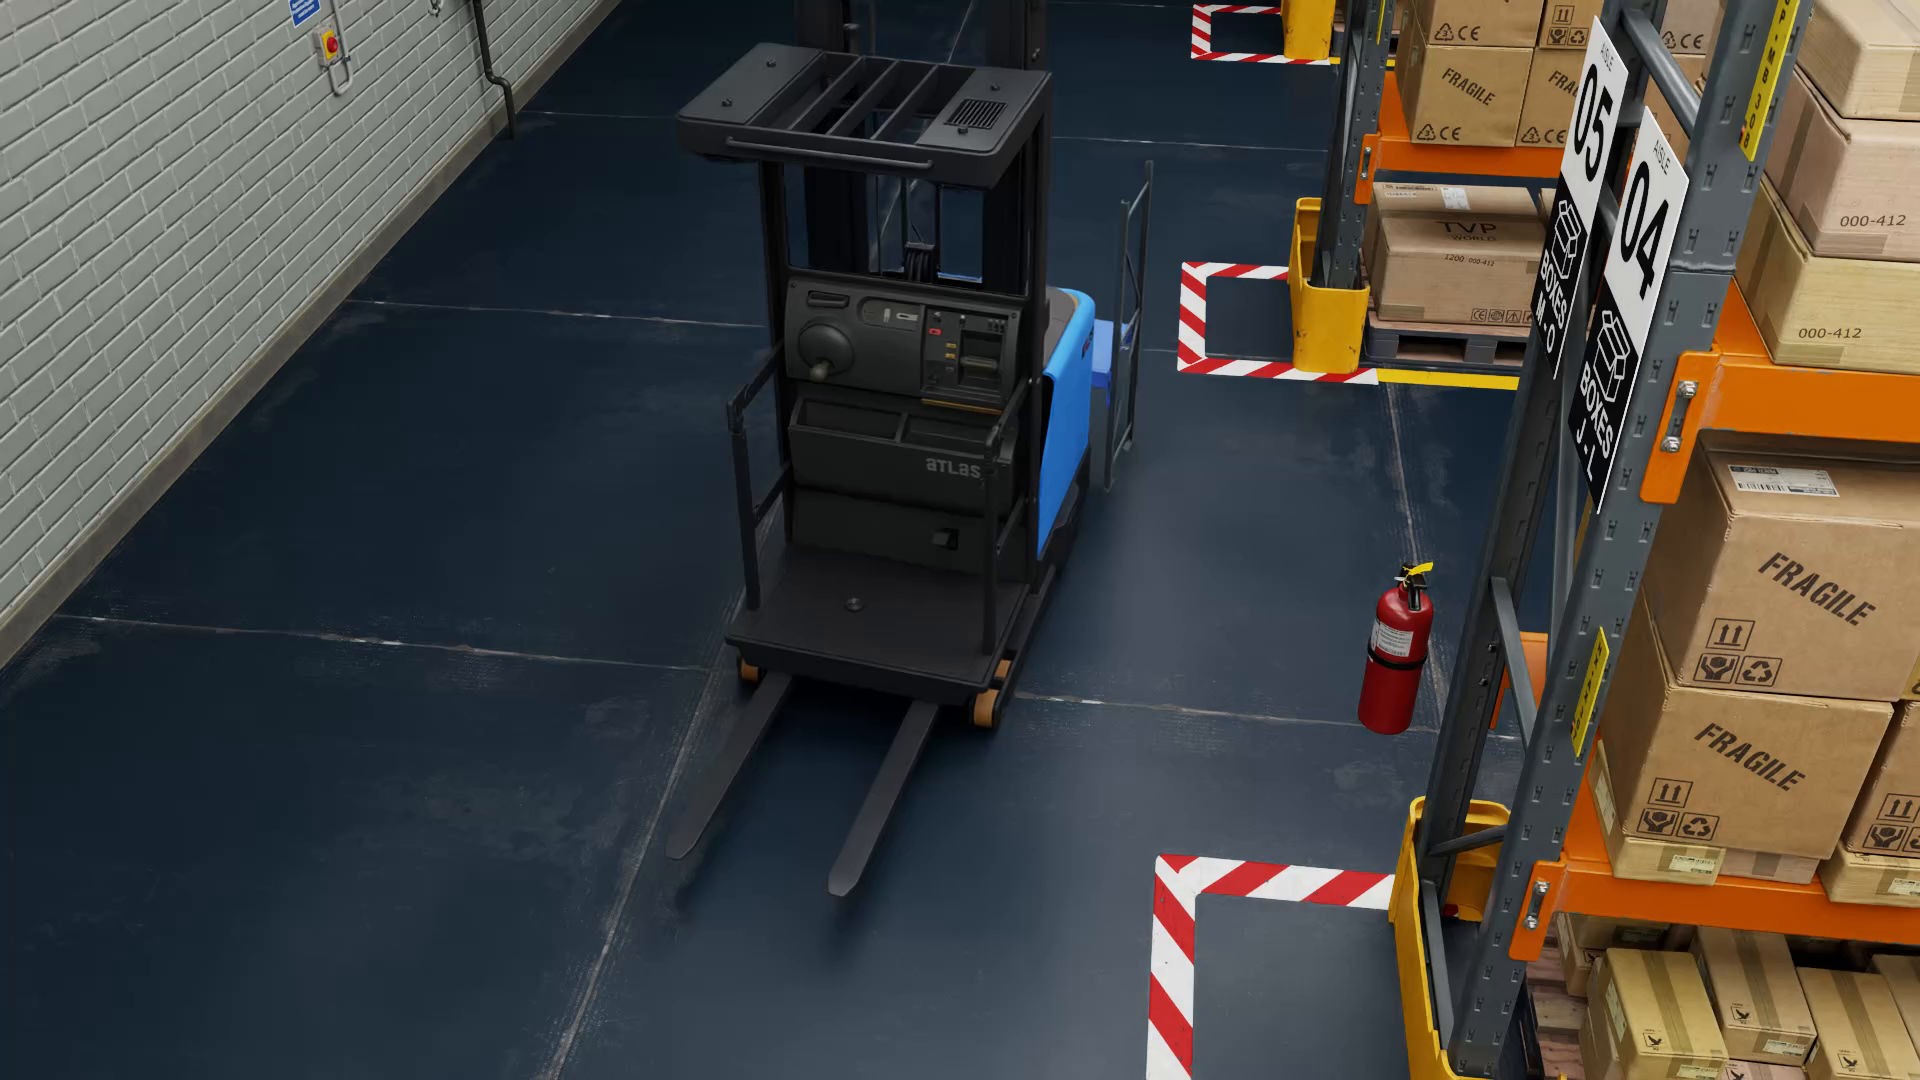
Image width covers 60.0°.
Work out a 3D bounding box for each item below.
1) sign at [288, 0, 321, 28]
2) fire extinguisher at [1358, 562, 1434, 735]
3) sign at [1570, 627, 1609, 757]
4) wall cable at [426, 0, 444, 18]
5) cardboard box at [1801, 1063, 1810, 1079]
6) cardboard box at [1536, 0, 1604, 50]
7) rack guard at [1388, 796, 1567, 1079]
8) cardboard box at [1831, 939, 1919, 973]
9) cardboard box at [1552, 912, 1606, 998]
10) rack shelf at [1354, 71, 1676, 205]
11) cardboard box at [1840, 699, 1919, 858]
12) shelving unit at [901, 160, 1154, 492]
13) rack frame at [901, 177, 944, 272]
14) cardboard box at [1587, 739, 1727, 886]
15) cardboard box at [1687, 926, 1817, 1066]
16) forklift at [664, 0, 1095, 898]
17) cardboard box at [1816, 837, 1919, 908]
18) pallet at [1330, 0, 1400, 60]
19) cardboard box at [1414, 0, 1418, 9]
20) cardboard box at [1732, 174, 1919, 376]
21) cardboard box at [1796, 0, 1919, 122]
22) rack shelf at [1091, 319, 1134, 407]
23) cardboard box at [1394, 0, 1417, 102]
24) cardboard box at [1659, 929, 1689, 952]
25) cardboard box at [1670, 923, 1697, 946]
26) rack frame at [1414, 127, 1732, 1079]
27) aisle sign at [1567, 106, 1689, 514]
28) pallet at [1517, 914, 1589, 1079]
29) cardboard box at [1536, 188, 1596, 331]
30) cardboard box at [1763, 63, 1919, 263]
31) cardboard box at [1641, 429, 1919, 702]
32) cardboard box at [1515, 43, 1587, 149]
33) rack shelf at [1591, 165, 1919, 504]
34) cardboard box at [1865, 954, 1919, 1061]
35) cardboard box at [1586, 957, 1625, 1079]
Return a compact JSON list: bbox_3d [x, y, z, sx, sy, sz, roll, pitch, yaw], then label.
[{"bbox_3d":[-3.581,-2.951,9.071,0.001,0.218,0.327,4,36,6],"label":"sign"},{"bbox_3d":[1.360,0.297,5.139,0.183,0.674,0.296,4,36,6],"label":"fire extinguisher"},{"bbox_3d":[1.482,0.359,3.920,0.005,0.325,0.100,4,36,6],"label":"sign"},{"bbox_3d":[-3.345,-4.096,10.033,0.122,1.984,0.588,4,36,6],"label":"wall cable"},{"bbox_3d":[2.556,1.474,4.940,0.250,0.149,0.380,5,36,7],"label":"cardboard box"},{"bbox_3d":[3.034,-2.675,7.969,0.500,0.500,0.500,3,36,5],"label":"cardboard box"},{"bbox_3d":[1.626,1.422,5.328,0.348,0.500,1.175,4,36,6],"label":"rack guard"},{"bbox_3d":[2.880,1.258,5.241,0.250,0.149,0.380,4,36,5],"label":"cardboard box"},{"bbox_3d":[2.100,1.307,5.429,0.250,0.149,0.380,5,36,7],"label":"cardboard box"},{"bbox_3d":[4.065,-2.020,8.618,4.000,0.370,1.077,4,36,6],"label":"rack shelf"},{"bbox_3d":[2.495,0.454,4.189,0.500,0.500,0.500,4,36,6],"label":"cardboard box"},{"bbox_3d":[0.309,-1.080,7.972,1.048,1.500,0.538,11,37,15],"label":"shelving unit"},{"bbox_3d":[-0.173,-1.174,8.103,0.032,1.500,0.500,11,37,15],"label":"rack frame"},{"bbox_3d":[1.831,0.714,4.384,0.250,0.149,0.380,4,36,6],"label":"cardboard box"},{"bbox_3d":[2.316,1.332,4.883,0.250,0.149,0.380,5,36,7],"label":"cardboard box"},{"bbox_3d":[-0.286,-0.694,6.199,1.130,2.935,3.031,10,37,13],"label":"forklift"},{"bbox_3d":[2.348,0.759,4.320,0.250,0.149,0.380,3,36,5],"label":"cardboard box"},{"bbox_3d":[3.576,-4.122,13.344,1.213,0.211,1.003,4,36,6],"label":"pallet"},{"bbox_3d":[2.590,-3.010,8.439,0.500,0.500,0.500,5,36,8],"label":"cardboard box"},{"bbox_3d":[1.964,-0.581,3.529,0.500,0.250,0.500,5,36,8],"label":"cardboard box"},{"bbox_3d":[1.843,-0.972,3.303,0.250,0.149,0.380,4,36,6],"label":"cardboard box"},{"bbox_3d":[0.309,-0.934,8.077,1.000,0.185,0.538,11,37,15],"label":"rack shelf"},{"bbox_3d":[2.593,-2.618,8.751,0.500,0.500,0.500,4,36,6],"label":"cardboard box"},{"bbox_3d":[2.363,1.192,5.334,0.250,0.149,0.380,3,36,5],"label":"cardboard box"},{"bbox_3d":[2.350,1.091,5.220,0.250,0.149,0.380,5,36,7],"label":"cardboard box"},{"bbox_3d":[1.551,0.399,4.609,0.127,3.000,1.000,4,36,6],"label":"rack frame"},{"bbox_3d":[1.440,-0.492,3.619,0.004,0.787,0.394,4,36,6],"label":"aisle sign"},{"bbox_3d":[2.428,1.620,5.299,1.213,0.211,1.003,4,36,6],"label":"pallet"},{"bbox_3d":[3.657,-1.535,9.163,0.875,0.438,0.875,5,36,7],"label":"cardboard box"},{"bbox_3d":[1.963,-0.782,3.380,0.500,0.250,0.500,5,36,7],"label":"cardboard box"},{"bbox_3d":[1.963,0.016,3.943,0.500,0.500,0.500,4,36,6],"label":"cardboard box"},{"bbox_3d":[3.026,-2.279,8.276,0.500,0.500,0.500,4,36,5],"label":"cardboard box"},{"bbox_3d":[3.535,-0.381,3.740,4.000,0.370,1.077,4,36,6],"label":"rack shelf"},{"bbox_3d":[2.806,1.395,4.794,0.250,0.149,0.380,3,36,4],"label":"cardboard box"},{"bbox_3d":[2.038,1.454,4.967,0.250,0.149,0.380,6,36,8],"label":"cardboard box"}]
